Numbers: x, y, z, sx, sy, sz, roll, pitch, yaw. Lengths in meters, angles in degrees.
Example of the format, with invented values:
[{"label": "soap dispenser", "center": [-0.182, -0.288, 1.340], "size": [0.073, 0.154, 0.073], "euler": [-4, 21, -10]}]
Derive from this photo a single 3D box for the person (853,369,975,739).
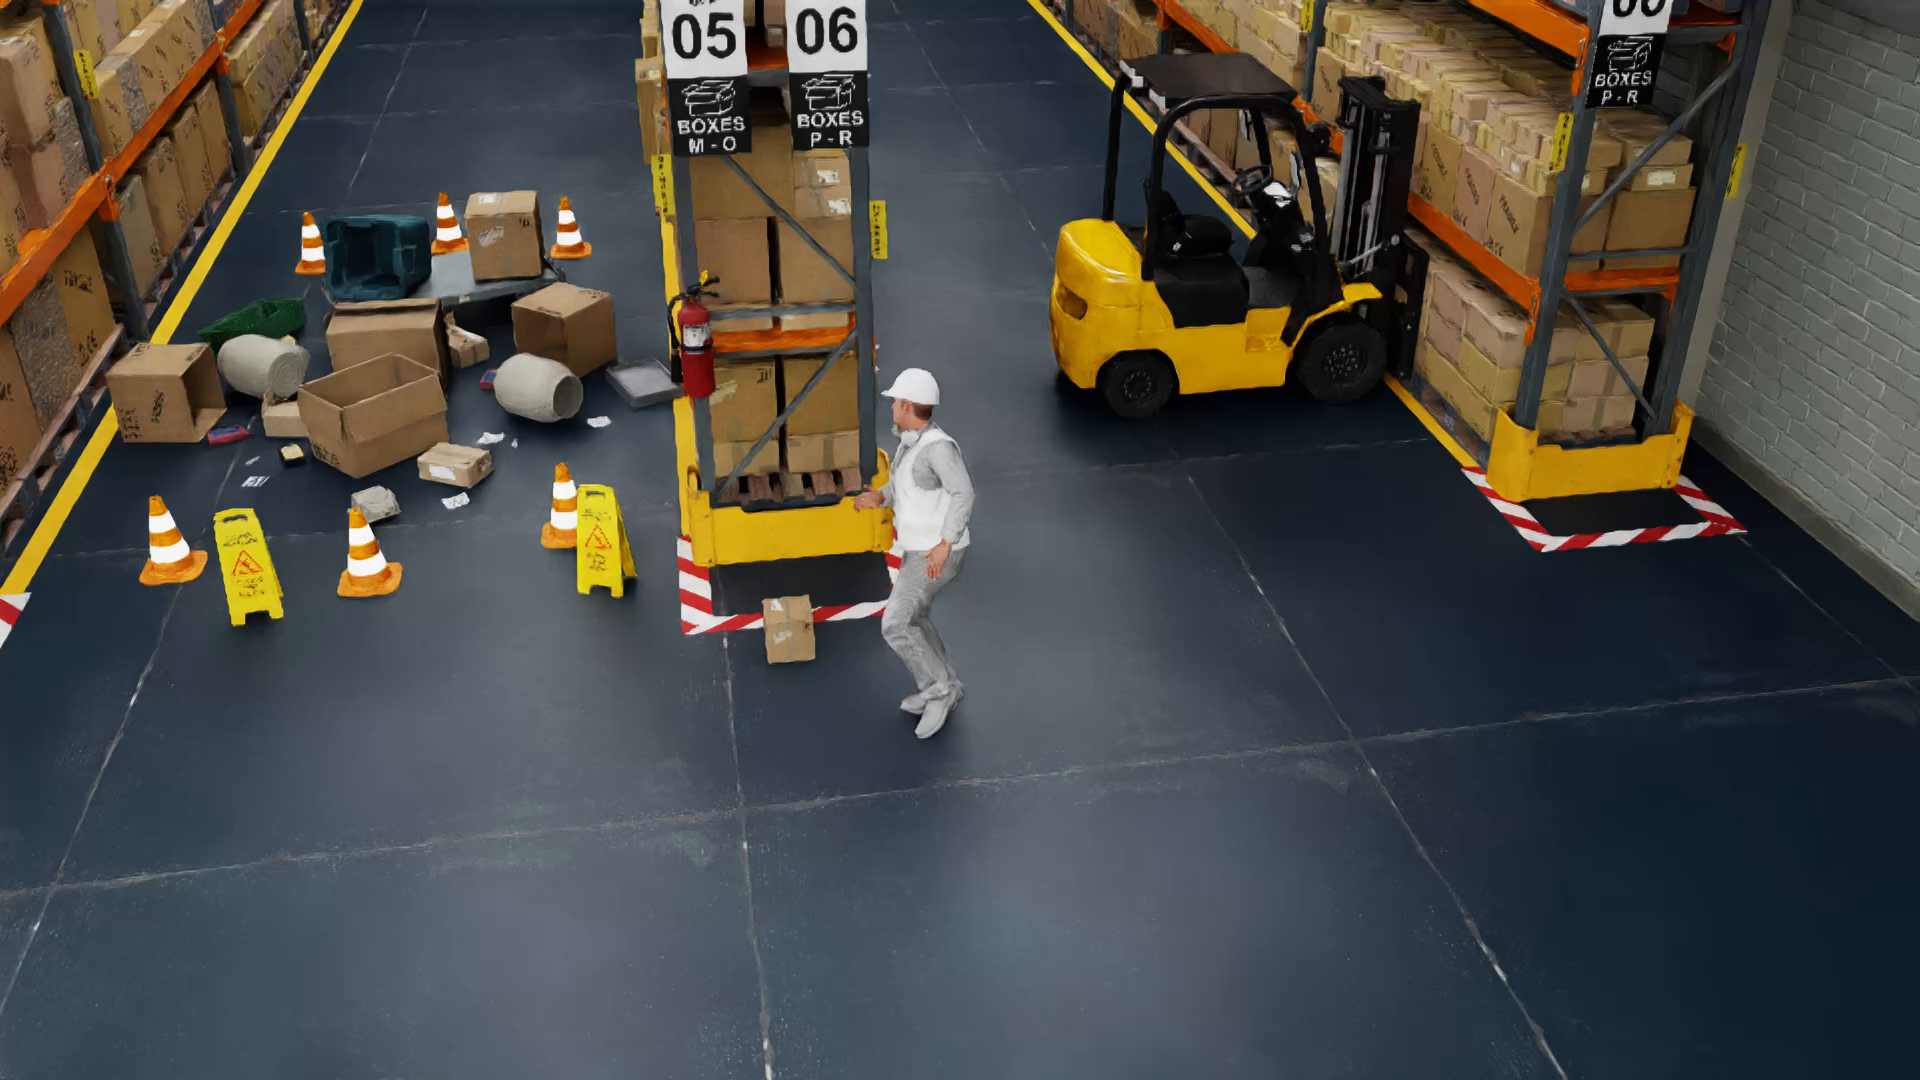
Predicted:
[{"label": "person", "center": [-0.224, 0.052, 8.144], "size": [0.569, 1.653, 0.895], "euler": [-6, 31, -11]}]
